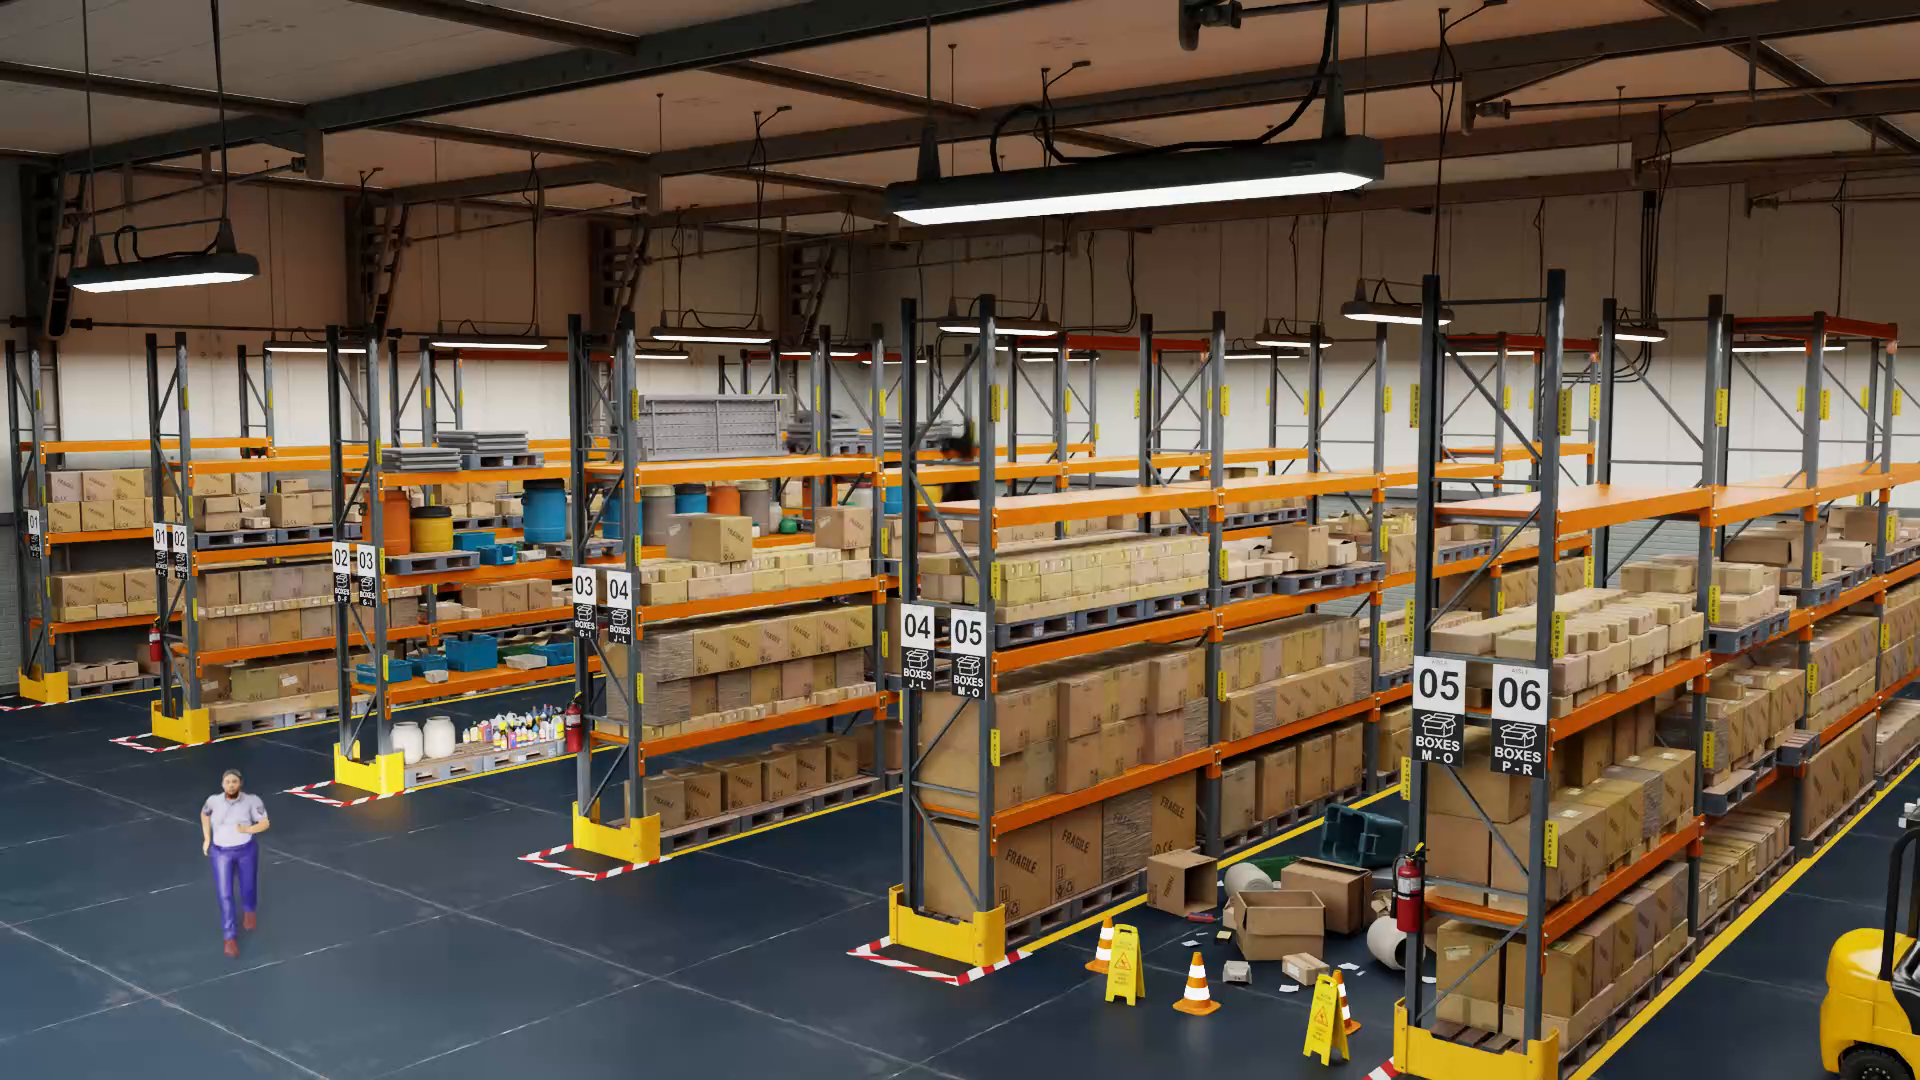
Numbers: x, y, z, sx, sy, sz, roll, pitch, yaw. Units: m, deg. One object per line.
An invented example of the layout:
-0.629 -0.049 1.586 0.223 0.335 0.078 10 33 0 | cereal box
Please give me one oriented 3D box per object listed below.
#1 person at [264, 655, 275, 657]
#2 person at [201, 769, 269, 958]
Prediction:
-11.377 1.932 27.429 0.538 1.557 0.549 3 6 31 | person
-6.733 2.932 15.470 0.599 1.651 0.937 -2 5 -20 | person
